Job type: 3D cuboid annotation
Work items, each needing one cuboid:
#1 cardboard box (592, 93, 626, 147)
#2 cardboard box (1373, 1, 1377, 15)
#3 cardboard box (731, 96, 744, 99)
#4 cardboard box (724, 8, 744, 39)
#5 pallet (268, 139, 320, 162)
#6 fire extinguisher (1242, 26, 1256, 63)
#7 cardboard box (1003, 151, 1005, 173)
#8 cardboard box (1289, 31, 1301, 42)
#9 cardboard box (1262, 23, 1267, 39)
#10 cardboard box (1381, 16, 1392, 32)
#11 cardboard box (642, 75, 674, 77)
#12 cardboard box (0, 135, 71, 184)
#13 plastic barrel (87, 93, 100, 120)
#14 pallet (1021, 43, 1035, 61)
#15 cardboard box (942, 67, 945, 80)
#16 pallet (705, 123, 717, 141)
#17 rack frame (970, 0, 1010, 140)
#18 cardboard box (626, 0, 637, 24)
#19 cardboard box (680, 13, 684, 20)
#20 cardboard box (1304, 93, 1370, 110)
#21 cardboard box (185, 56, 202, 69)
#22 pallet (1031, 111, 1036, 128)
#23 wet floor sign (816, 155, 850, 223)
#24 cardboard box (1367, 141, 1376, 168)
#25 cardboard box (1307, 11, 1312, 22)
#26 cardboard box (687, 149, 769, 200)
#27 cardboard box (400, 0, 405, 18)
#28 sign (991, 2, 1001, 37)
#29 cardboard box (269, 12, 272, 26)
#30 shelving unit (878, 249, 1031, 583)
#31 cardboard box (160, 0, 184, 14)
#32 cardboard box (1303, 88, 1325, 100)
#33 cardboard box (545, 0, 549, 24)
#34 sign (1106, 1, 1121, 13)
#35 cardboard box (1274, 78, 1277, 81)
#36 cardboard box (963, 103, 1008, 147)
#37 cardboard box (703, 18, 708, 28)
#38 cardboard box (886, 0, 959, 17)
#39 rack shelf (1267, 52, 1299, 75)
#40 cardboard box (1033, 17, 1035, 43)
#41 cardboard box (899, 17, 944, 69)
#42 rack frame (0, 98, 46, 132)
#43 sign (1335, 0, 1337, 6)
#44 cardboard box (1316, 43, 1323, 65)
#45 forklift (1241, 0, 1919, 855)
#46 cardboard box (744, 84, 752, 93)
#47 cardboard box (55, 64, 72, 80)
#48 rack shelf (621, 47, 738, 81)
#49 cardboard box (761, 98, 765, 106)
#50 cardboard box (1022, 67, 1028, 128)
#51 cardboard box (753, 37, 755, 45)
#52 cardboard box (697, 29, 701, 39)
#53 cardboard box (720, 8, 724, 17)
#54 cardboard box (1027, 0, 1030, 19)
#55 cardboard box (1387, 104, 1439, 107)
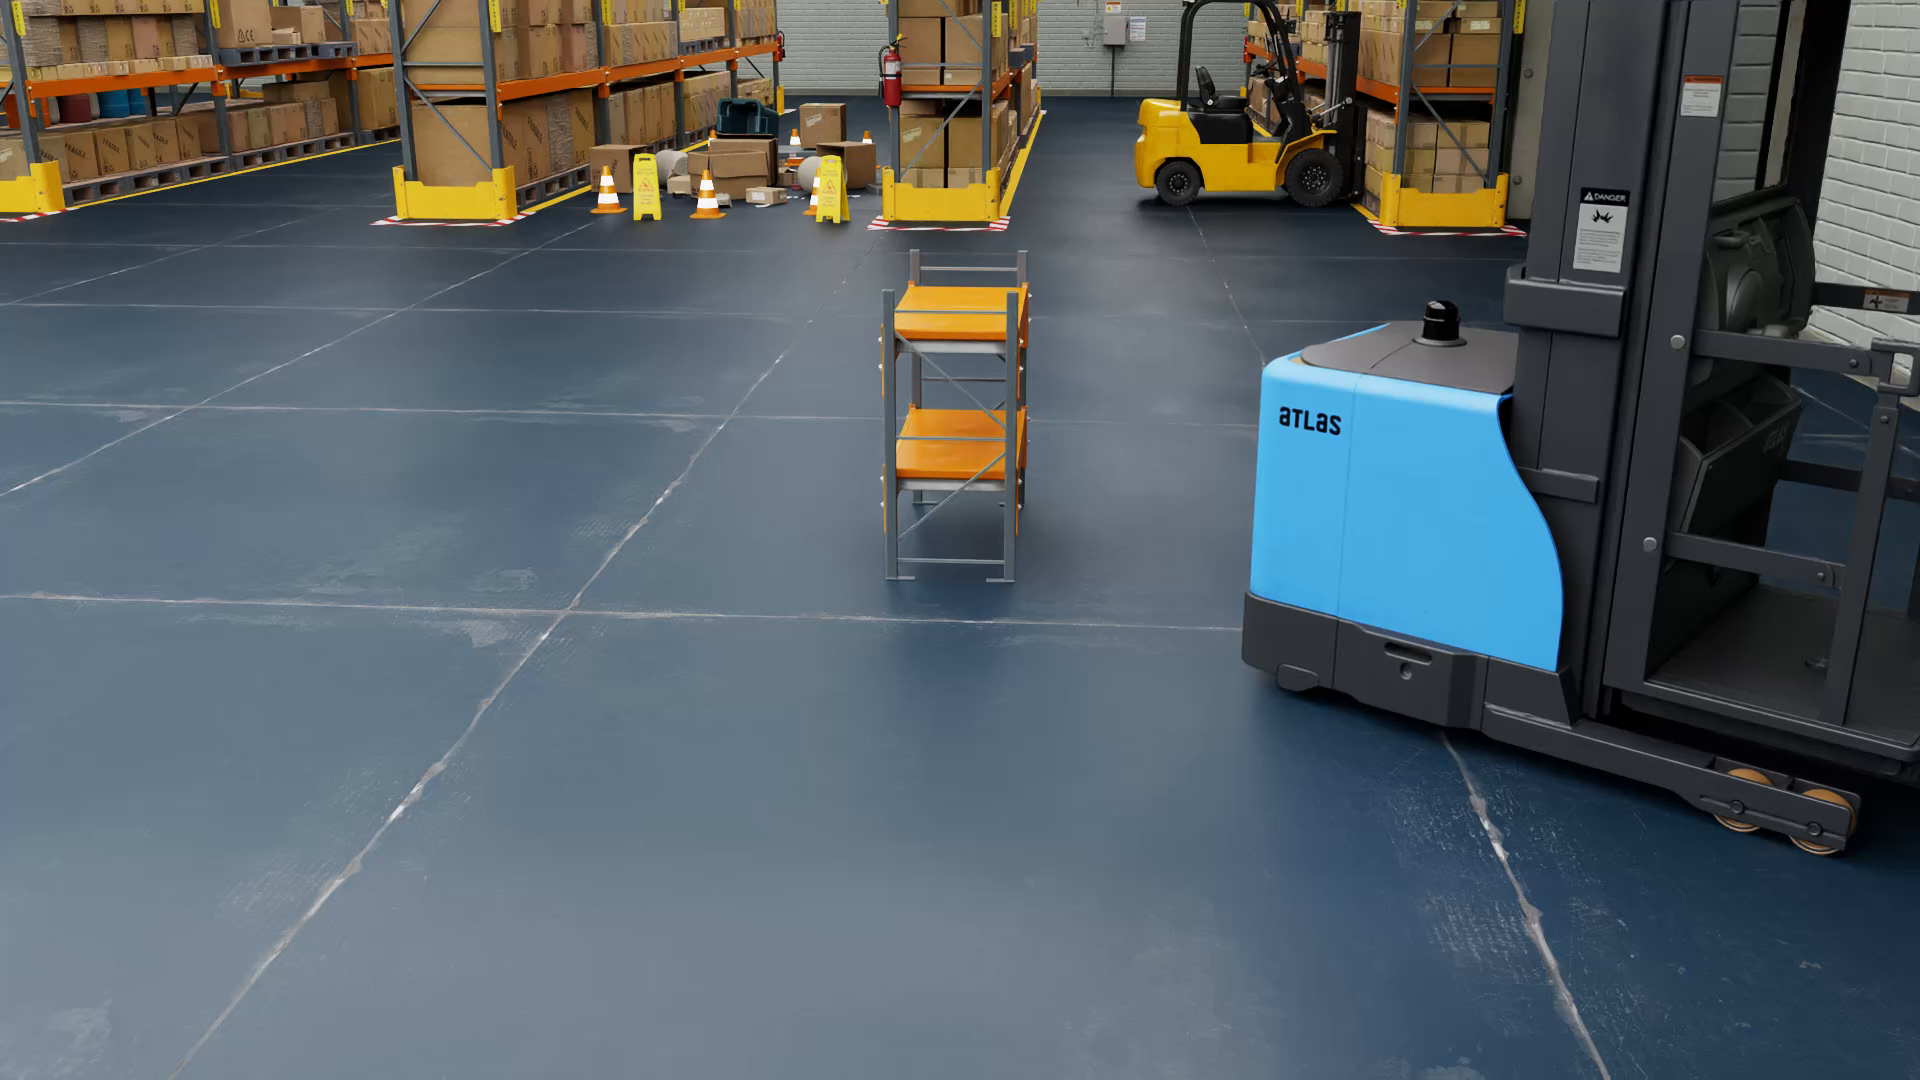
[{"bbox_3d":[-4.895,-5.309,21.247,1.050,0.750,0.750,1,18,4],"label":"cardboard box"},{"bbox_3d":[4.713,-5.798,18.120,0.380,0.149,0.250,1,18,4],"label":"cardboard box"},{"bbox_3d":[-3.932,-7.560,28.604,0.380,0.149,0.250,2,18,6],"label":"cardboard box"},{"bbox_3d":[-3.990,-8.805,28.340,0.500,0.500,0.500,1,18,3],"label":"cardboard box"},{"bbox_3d":[-9.651,-5.422,23.133,1.003,0.211,1.213,1,18,4],"label":"pallet"},{"bbox_3d":[5.455,-9.364,31.406,0.296,0.674,0.183,1,18,4],"label":"fire extinguisher"},{"bbox_3d":[0.251,-4.284,18.923,0.500,0.250,0.500,2,18,5],"label":"cardboard box"},{"bbox_3d":[4.997,-7.330,24.205,0.380,0.149,0.250,2,18,5],"label":"cardboard box"},{"bbox_3d":[5.433,-8.669,28.326,0.500,0.250,0.500,1,18,4],"label":"cardboard box"},{"bbox_3d":[4.574,-5.342,17.207,0.380,0.149,0.250,1,18,2],"label":"cardboard box"},{"bbox_3d":[-4.698,-7.127,25.992,0.500,0.250,0.500,2,18,5],"label":"cardboard box"},{"bbox_3d":[-10.015,-4.089,17.924,0.500,0.500,0.500,5,19,14],"label":"cardboard box"},{"bbox_3d":[-14.393,-7.176,27.328,0.421,0.512,0.421,0,18,0],"label":"plastic barrel"},{"bbox_3d":[0.436,-6.832,23.264,1.213,0.211,1.003,1,18,4],"label":"pallet"},{"bbox_3d":[-0.285,-4.981,17.711,0.380,0.149,0.250,2,18,5],"label":"cardboard box"},{"bbox_3d":[-4.416,-6.521,26.487,1.003,0.211,1.213,1,18,4],"label":"pallet"},{"bbox_3d":[0.094,-5.905,20.126,1.000,3.000,0.127,1,18,4],"label":"rack frame"},{"bbox_3d":[-4.711,-7.134,22.112,0.700,0.500,0.500,1,18,3],"label":"cardboard box"},{"bbox_3d":[-4.320,-7.812,24.719,0.380,0.149,0.250,1,18,2],"label":"cardboard box"},{"bbox_3d":[5.274,-5.915,23.297,0.875,0.625,0.625,2,18,6],"label":"cardboard box"},{"bbox_3d":[-9.540,-5.856,20.380,0.380,0.149,0.250,1,18,4],"label":"cardboard box"},{"bbox_3d":[0.800,-7.299,28.858,1.003,0.211,1.213,1,18,4],"label":"pallet"},{"bbox_3d":[-1.273,-3.508,16.594,0.267,0.644,0.232,8,20,23],"label":"wet floor sign"},{"bbox_3d":[4.529,-3.997,17.242,0.500,0.250,0.500,1,18,3],"label":"cardboard box"},{"bbox_3d":[4.998,-7.218,22.931,0.380,0.149,0.250,2,18,5],"label":"cardboard box"},{"bbox_3d":[-2.592,-4.078,18.560,0.797,0.503,0.637,-13,22,-34],"label":"cardboard box"},{"bbox_3d":[-9.315,-8.723,26.956,0.797,0.503,0.637,1,18,5],"label":"cardboard box"},{"bbox_3d":[0.349,-5.062,16.163,0.100,0.325,0.005,1,18,4],"label":"sign"},{"bbox_3d":[-9.758,-6.915,22.369,0.797,0.503,0.637,3,18,10],"label":"cardboard box"},{"bbox_3d":[0.000,-0.537,6.754,0.538,1.125,1.048,1,18,4],"label":"shelving unit"},{"bbox_3d":[-9.583,-6.489,19.664,0.500,0.500,0.500,1,18,4],"label":"cardboard box"},{"bbox_3d":[5.115,-6.516,24.291,0.380,0.149,0.250,0,18,1],"label":"cardboard box"},{"bbox_3d":[-5.040,-5.951,18.294,0.875,0.550,0.500,1,18,4],"label":"cardboard box"},{"bbox_3d":[3.380,-11.749,36.636,0.339,0.242,0.001,1,18,4],"label":"sign"},{"bbox_3d":[5.328,-7.494,27.275,0.380,0.149,0.250,2,18,7],"label":"cardboard box"},{"bbox_3d":[0.285,-4.806,19.310,0.500,0.500,0.500,2,18,5],"label":"cardboard box"},{"bbox_3d":[-4.199,-8.152,26.237,0.380,0.149,0.250,1,18,4],"label":"cardboard box"},{"bbox_3d":[-0.374,-5.490,16.616,0.700,0.500,0.500,1,18,3],"label":"cardboard box"},{"bbox_3d":[5.476,-7.317,25.590,1.077,0.370,4.000,1,18,4],"label":"rack shelf"},{"bbox_3d":[1.045,-8.887,29.067,0.500,0.500,0.500,1,18,4],"label":"cardboard box"},{"bbox_3d":[-0.428,-5.026,16.806,0.500,0.500,0.500,1,18,3],"label":"cardboard box"},{"bbox_3d":[-14.444,-7.479,24.930,1.000,3.000,0.127,1,18,4],"label":"rack frame"},{"bbox_3d":[6.173,-8.819,27.159,0.100,0.325,0.005,1,18,4],"label":"sign"},{"bbox_3d":[4.947,-6.356,21.745,0.500,0.250,0.500,2,18,6],"label":"cardboard box"},{"bbox_3d":[2.382,-0.748,4.500,3.031,2.935,1.130,15,23,38],"label":"forklift"},{"bbox_3d":[-3.902,-8.021,29.533,0.380,0.149,0.250,2,18,5],"label":"cardboard box"},{"bbox_3d":[-9.749,-5.002,17.774,0.380,0.149,0.250,1,18,4],"label":"cardboard box"},{"bbox_3d":[-4.420,-7.505,26.166,1.077,0.370,4.000,1,18,4],"label":"rack shelf"},{"bbox_3d":[-3.802,-8.067,30.631,0.380,0.149,0.250,0,18,1],"label":"cardboard box"},{"bbox_3d":[0.582,-6.826,25.677,0.875,0.875,0.875,2,18,5],"label":"cardboard box"},{"bbox_3d":[-3.914,-9.003,29.985,0.380,0.149,0.250,2,18,5],"label":"cardboard box"},{"bbox_3d":[-4.237,-7.853,25.799,0.380,0.149,0.250,2,18,5],"label":"cardboard box"},{"bbox_3d":[-4.111,-8.702,27.437,0.380,0.149,0.250,2,18,6],"label":"cardboard box"},{"bbox_3d":[0.857,-8.607,26.606,0.500,0.500,0.500,2,18,5],"label":"cardboard box"},{"bbox_3d":[5.182,-4.848,19.037,0.500,0.250,0.500,1,18,3],"label":"cardboard box"}]
